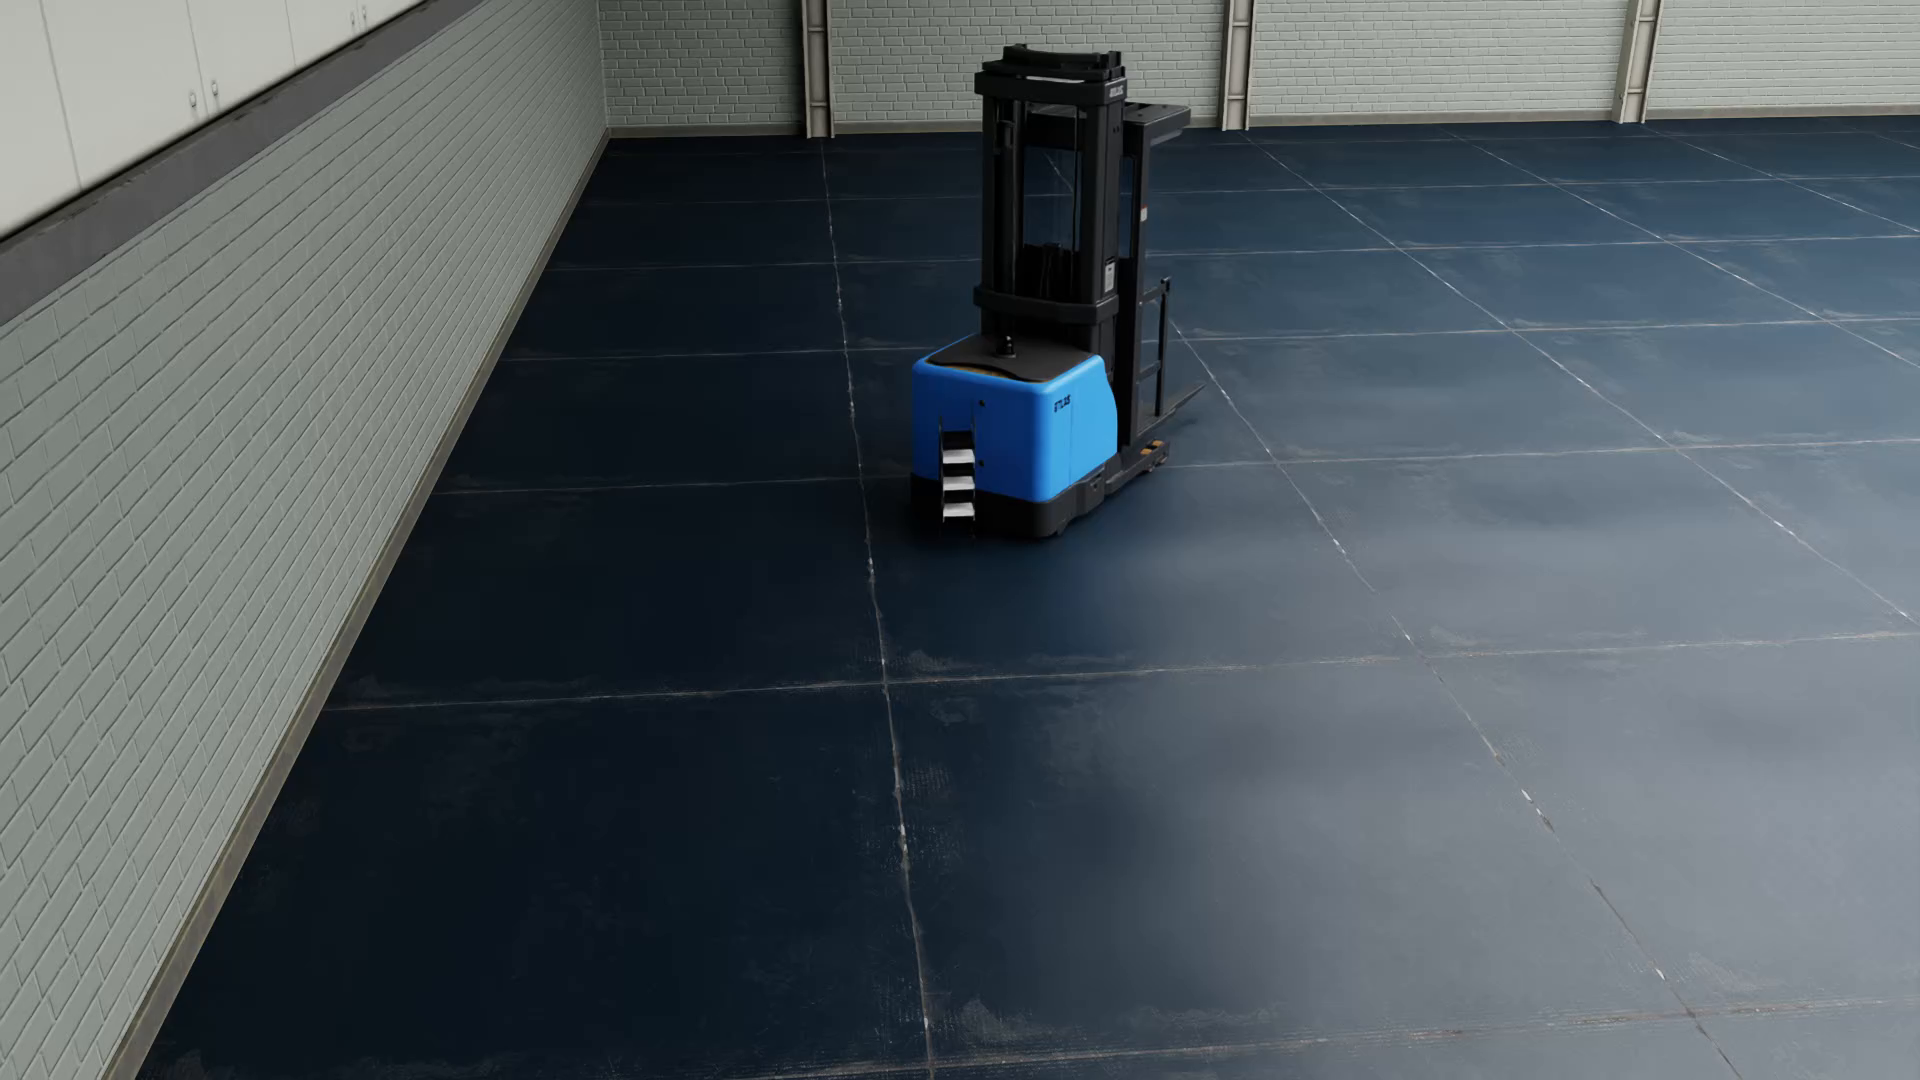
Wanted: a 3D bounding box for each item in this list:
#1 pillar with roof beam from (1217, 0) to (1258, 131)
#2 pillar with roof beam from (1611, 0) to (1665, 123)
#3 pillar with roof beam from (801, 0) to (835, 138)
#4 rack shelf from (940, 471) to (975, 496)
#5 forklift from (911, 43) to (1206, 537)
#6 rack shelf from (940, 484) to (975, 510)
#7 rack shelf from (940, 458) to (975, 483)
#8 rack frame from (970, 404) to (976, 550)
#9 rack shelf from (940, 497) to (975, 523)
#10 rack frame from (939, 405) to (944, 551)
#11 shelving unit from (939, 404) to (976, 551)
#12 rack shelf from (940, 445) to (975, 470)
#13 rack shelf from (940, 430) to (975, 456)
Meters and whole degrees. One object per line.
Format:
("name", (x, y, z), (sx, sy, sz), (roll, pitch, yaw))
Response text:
("pillar with roof beam", (4.403, -8.377, 18.518), (0.400, 9.000, 9.100), (-2, 24, -5))
("pillar with roof beam", (10.374, -8.617, 19.057), (0.400, 9.000, 9.100), (-2, 24, -5))
("pillar with roof beam", (-1.568, -8.138, 17.979), (0.400, 9.000, 9.100), (-2, 24, -5))
("rack shelf", (-0.018, -0.363, 10.541), (0.200, 0.077, 0.258), (-2, 24, -5))
("forklift", (0.860, -1.910, 11.439), (1.130, 2.935, 3.031), (14, 27, 28))
("rack shelf", (-0.018, -0.281, 10.578), (0.200, 0.077, 0.258), (-2, 24, -5))
("rack shelf", (-0.018, -0.445, 10.505), (0.200, 0.077, 0.258), (-2, 24, -5))
("rack frame", (0.083, -0.398, 10.537), (0.006, 0.900, 0.240), (-2, 24, -5))
("rack shelf", (-0.018, -0.199, 10.614), (0.200, 0.077, 0.258), (-2, 24, -5))
("rack frame", (-0.119, -0.390, 10.519), (0.006, 0.900, 0.240), (-2, 24, -5))
("shelving unit", (-0.018, -0.394, 10.528), (0.210, 0.900, 0.258), (-2, 24, -5))
("rack shelf", (-0.018, -0.528, 10.468), (0.200, 0.077, 0.258), (-2, 24, -5))
("rack shelf", (-0.018, -0.610, 10.432), (0.200, 0.077, 0.258), (-2, 24, -5))
